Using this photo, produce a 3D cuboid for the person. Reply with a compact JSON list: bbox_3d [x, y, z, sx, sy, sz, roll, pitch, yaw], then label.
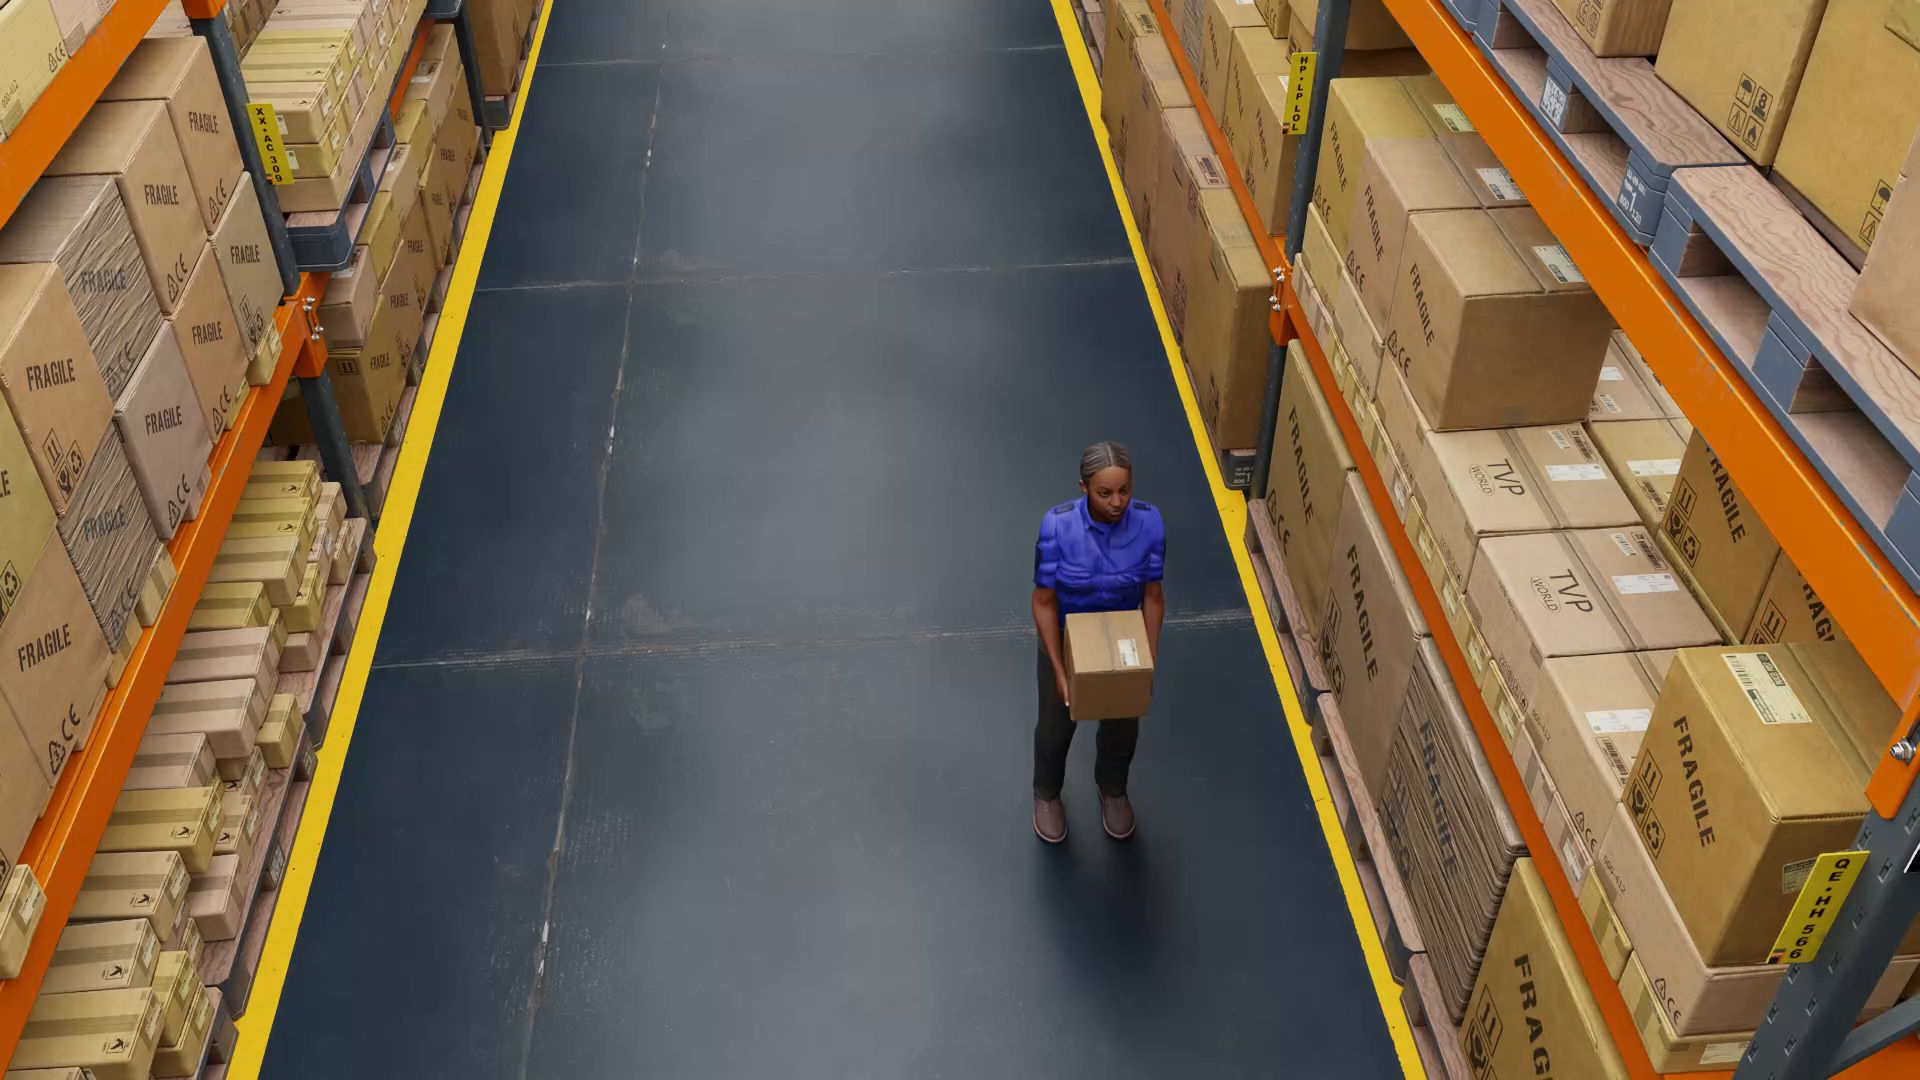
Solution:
[{"bbox_3d":[0.463,0.426,5.646,0.448,1.655,0.505,-3,39,-4],"label":"person"}]
